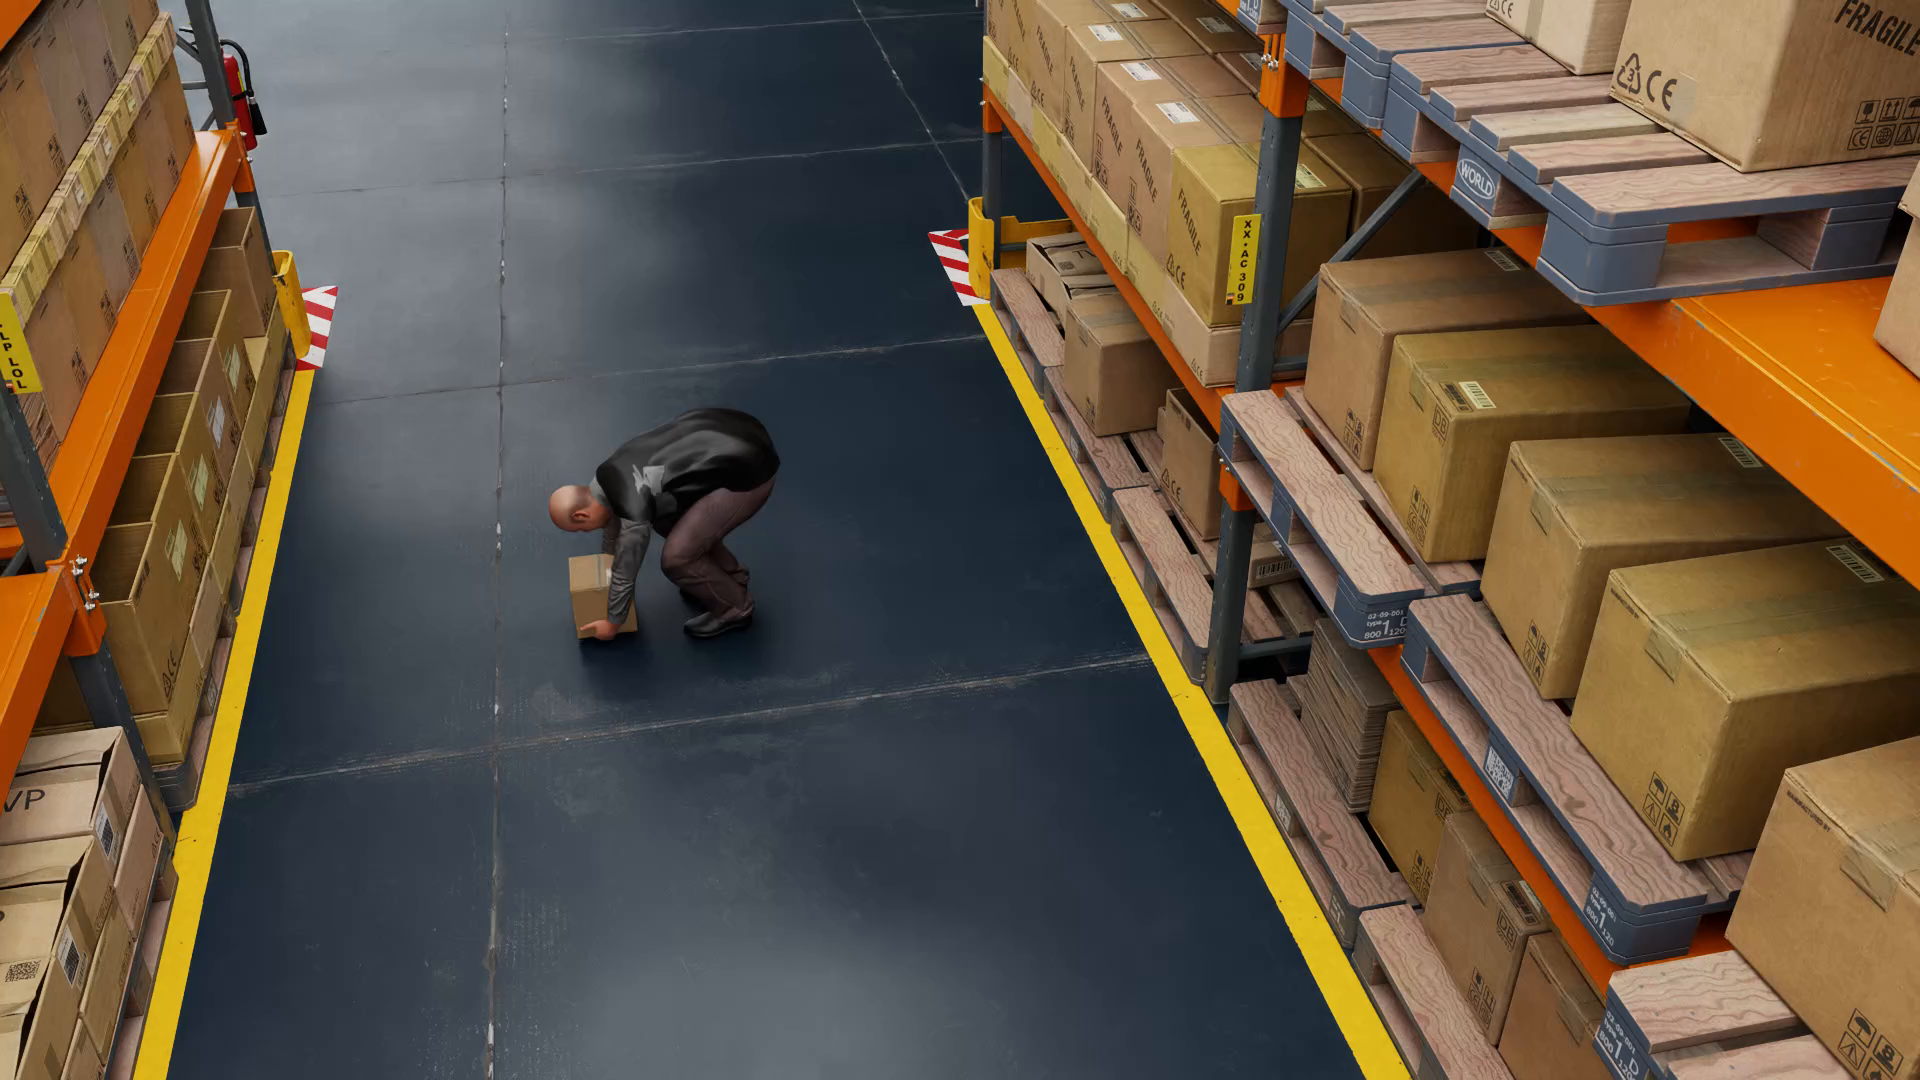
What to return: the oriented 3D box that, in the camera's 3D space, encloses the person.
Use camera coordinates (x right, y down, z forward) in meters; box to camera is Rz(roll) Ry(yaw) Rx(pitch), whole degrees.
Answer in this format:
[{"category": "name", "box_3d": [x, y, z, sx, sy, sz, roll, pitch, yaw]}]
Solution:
[{"category": "person", "box_3d": [-1.263, -0.133, 6.877, 0.955, 1.145, 0.465, -8, 35, -12]}]
